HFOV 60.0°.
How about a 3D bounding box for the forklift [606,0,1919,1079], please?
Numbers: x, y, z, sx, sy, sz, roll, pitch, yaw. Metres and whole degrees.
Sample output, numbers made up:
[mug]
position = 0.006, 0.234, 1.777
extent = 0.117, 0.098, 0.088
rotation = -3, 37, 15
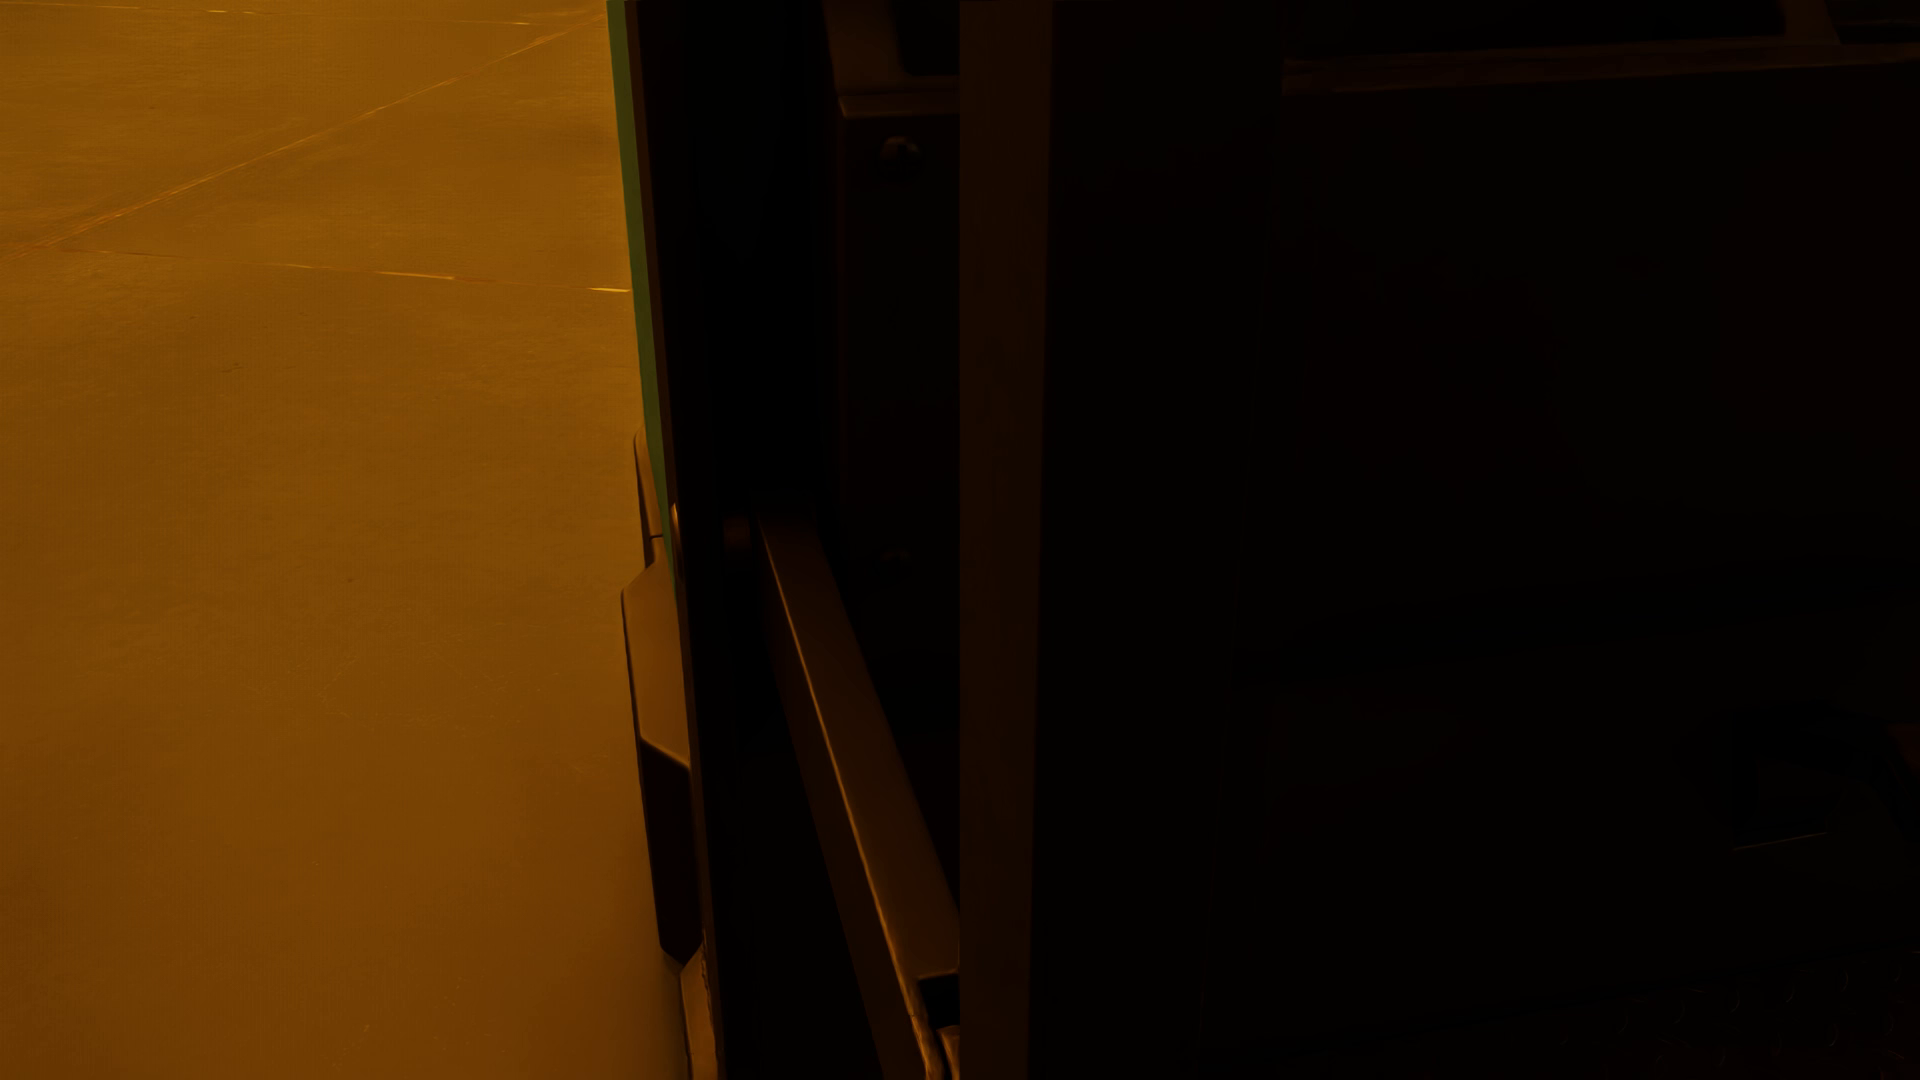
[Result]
[forklift]
position = 0.440, -0.592, 0.419
extent = 1.130, 2.935, 3.031
rotation = -6, 27, -12
